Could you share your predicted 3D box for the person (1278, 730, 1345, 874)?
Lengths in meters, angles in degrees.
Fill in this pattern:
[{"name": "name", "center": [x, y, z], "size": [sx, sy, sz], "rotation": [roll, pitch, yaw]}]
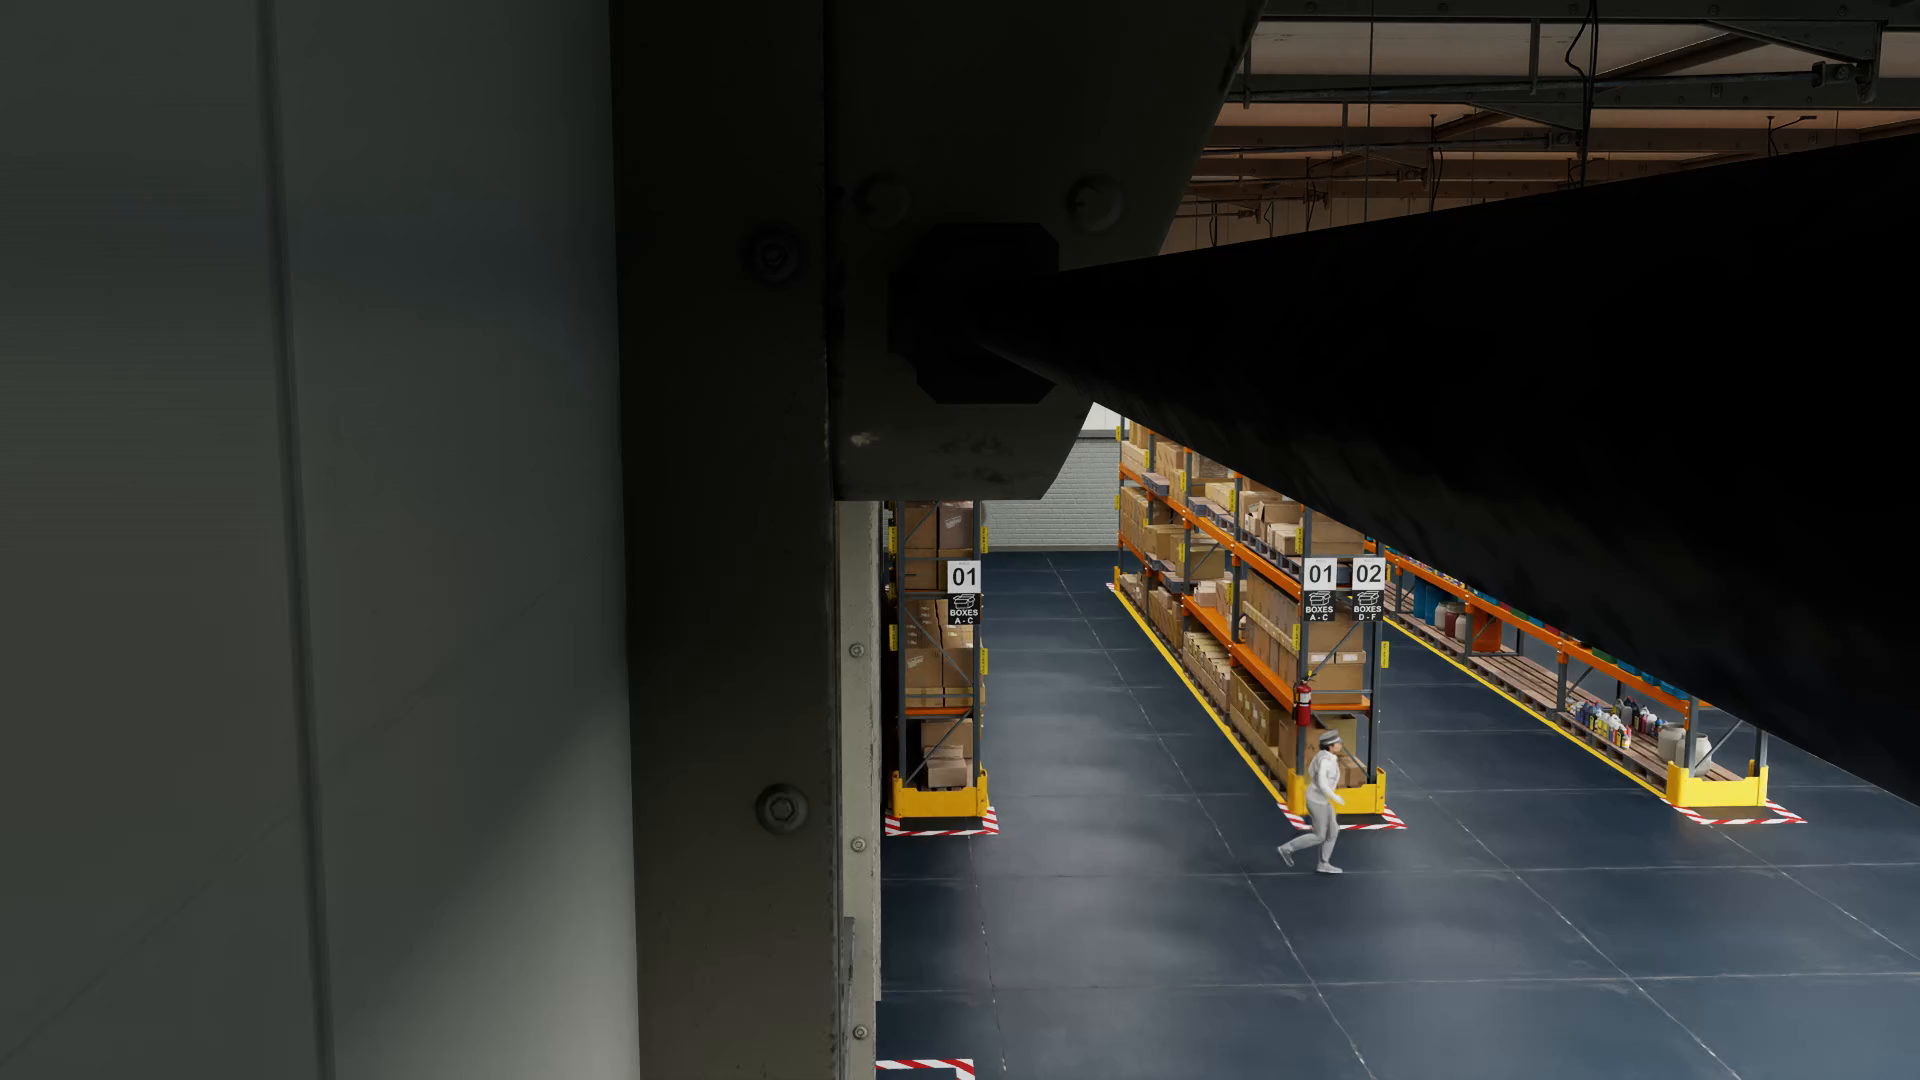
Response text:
[{"name": "person", "center": [3.898, 2.892, 18.418], "size": [0.721, 1.645, 0.618], "rotation": [1, 8, 9]}]
